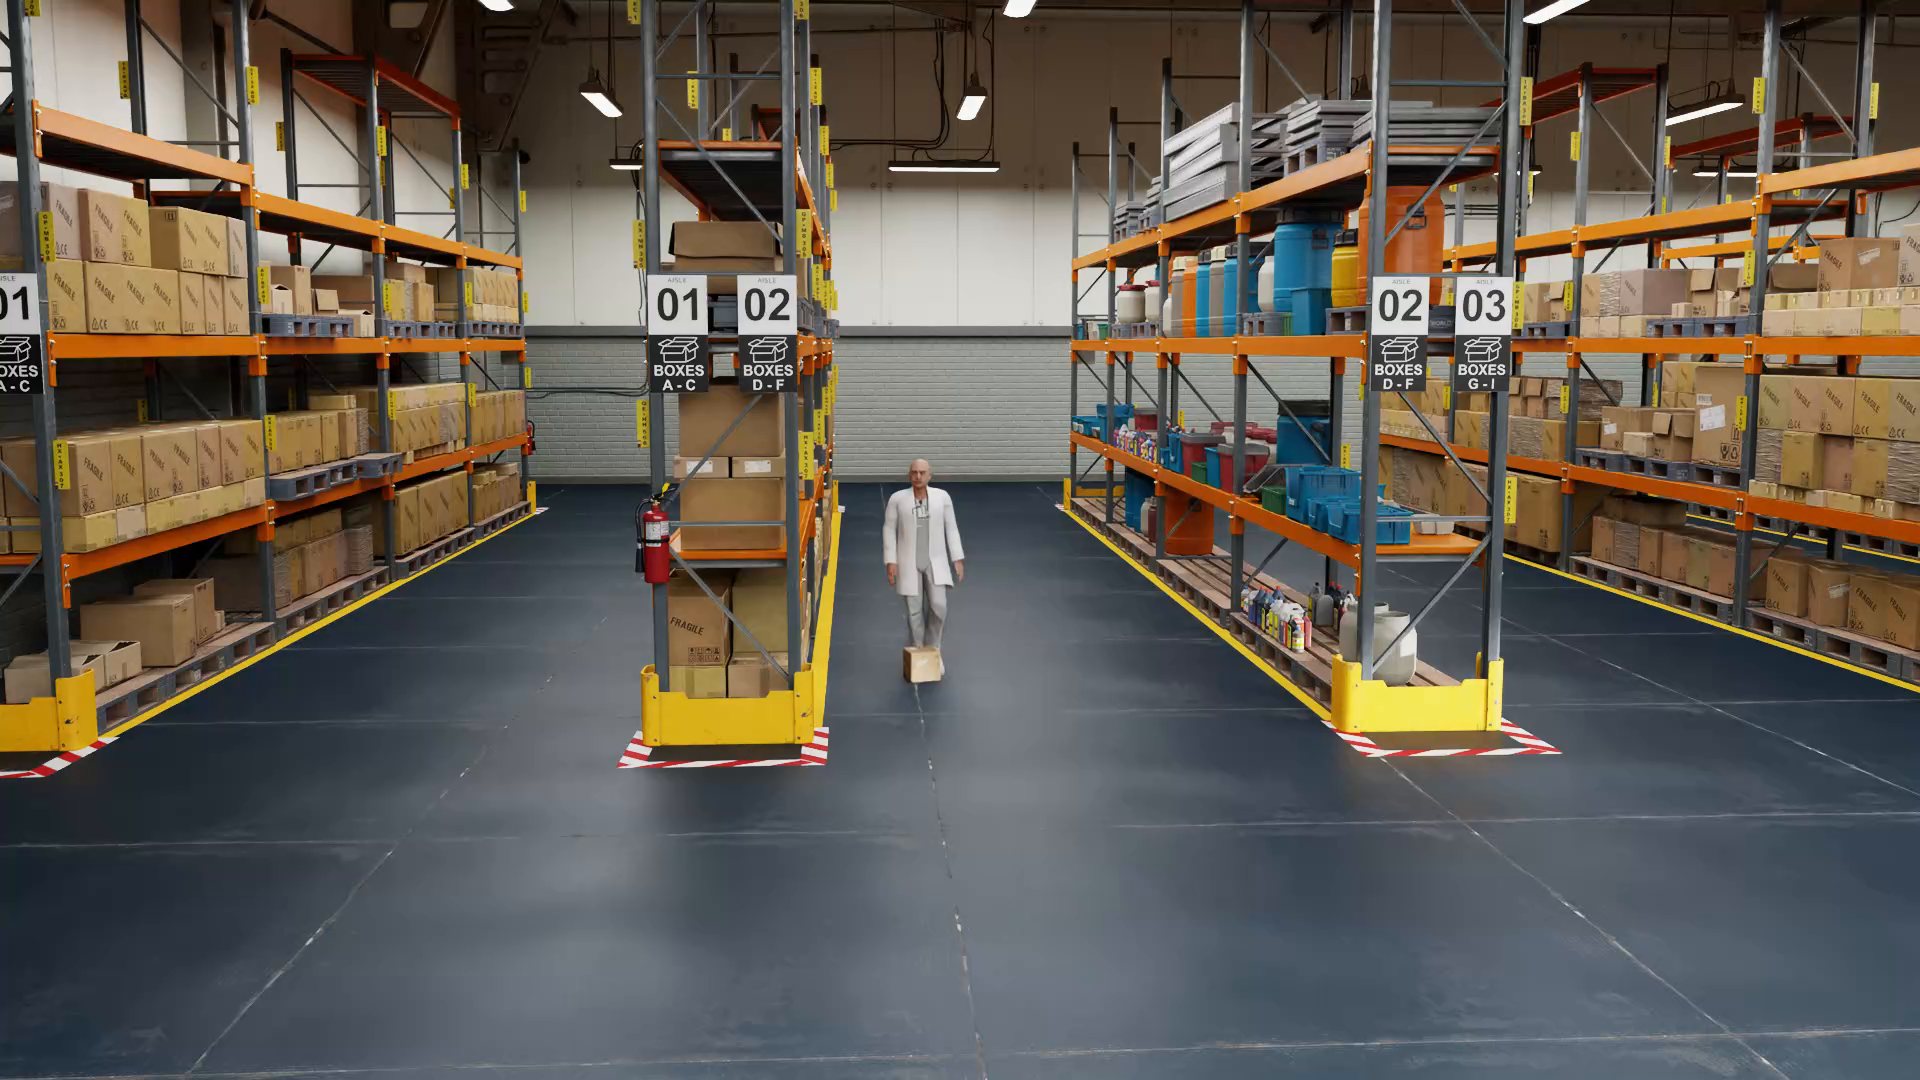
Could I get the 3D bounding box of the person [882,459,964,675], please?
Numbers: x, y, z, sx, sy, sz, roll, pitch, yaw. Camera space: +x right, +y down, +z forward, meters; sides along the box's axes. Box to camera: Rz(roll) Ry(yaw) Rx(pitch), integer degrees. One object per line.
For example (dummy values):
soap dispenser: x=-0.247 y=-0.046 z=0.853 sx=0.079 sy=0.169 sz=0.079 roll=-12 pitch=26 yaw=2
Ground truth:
person: x=-0.301 y=0.226 z=13.836 sx=0.685 sy=1.805 sz=0.558 roll=-1 pitch=7 yaw=-4
